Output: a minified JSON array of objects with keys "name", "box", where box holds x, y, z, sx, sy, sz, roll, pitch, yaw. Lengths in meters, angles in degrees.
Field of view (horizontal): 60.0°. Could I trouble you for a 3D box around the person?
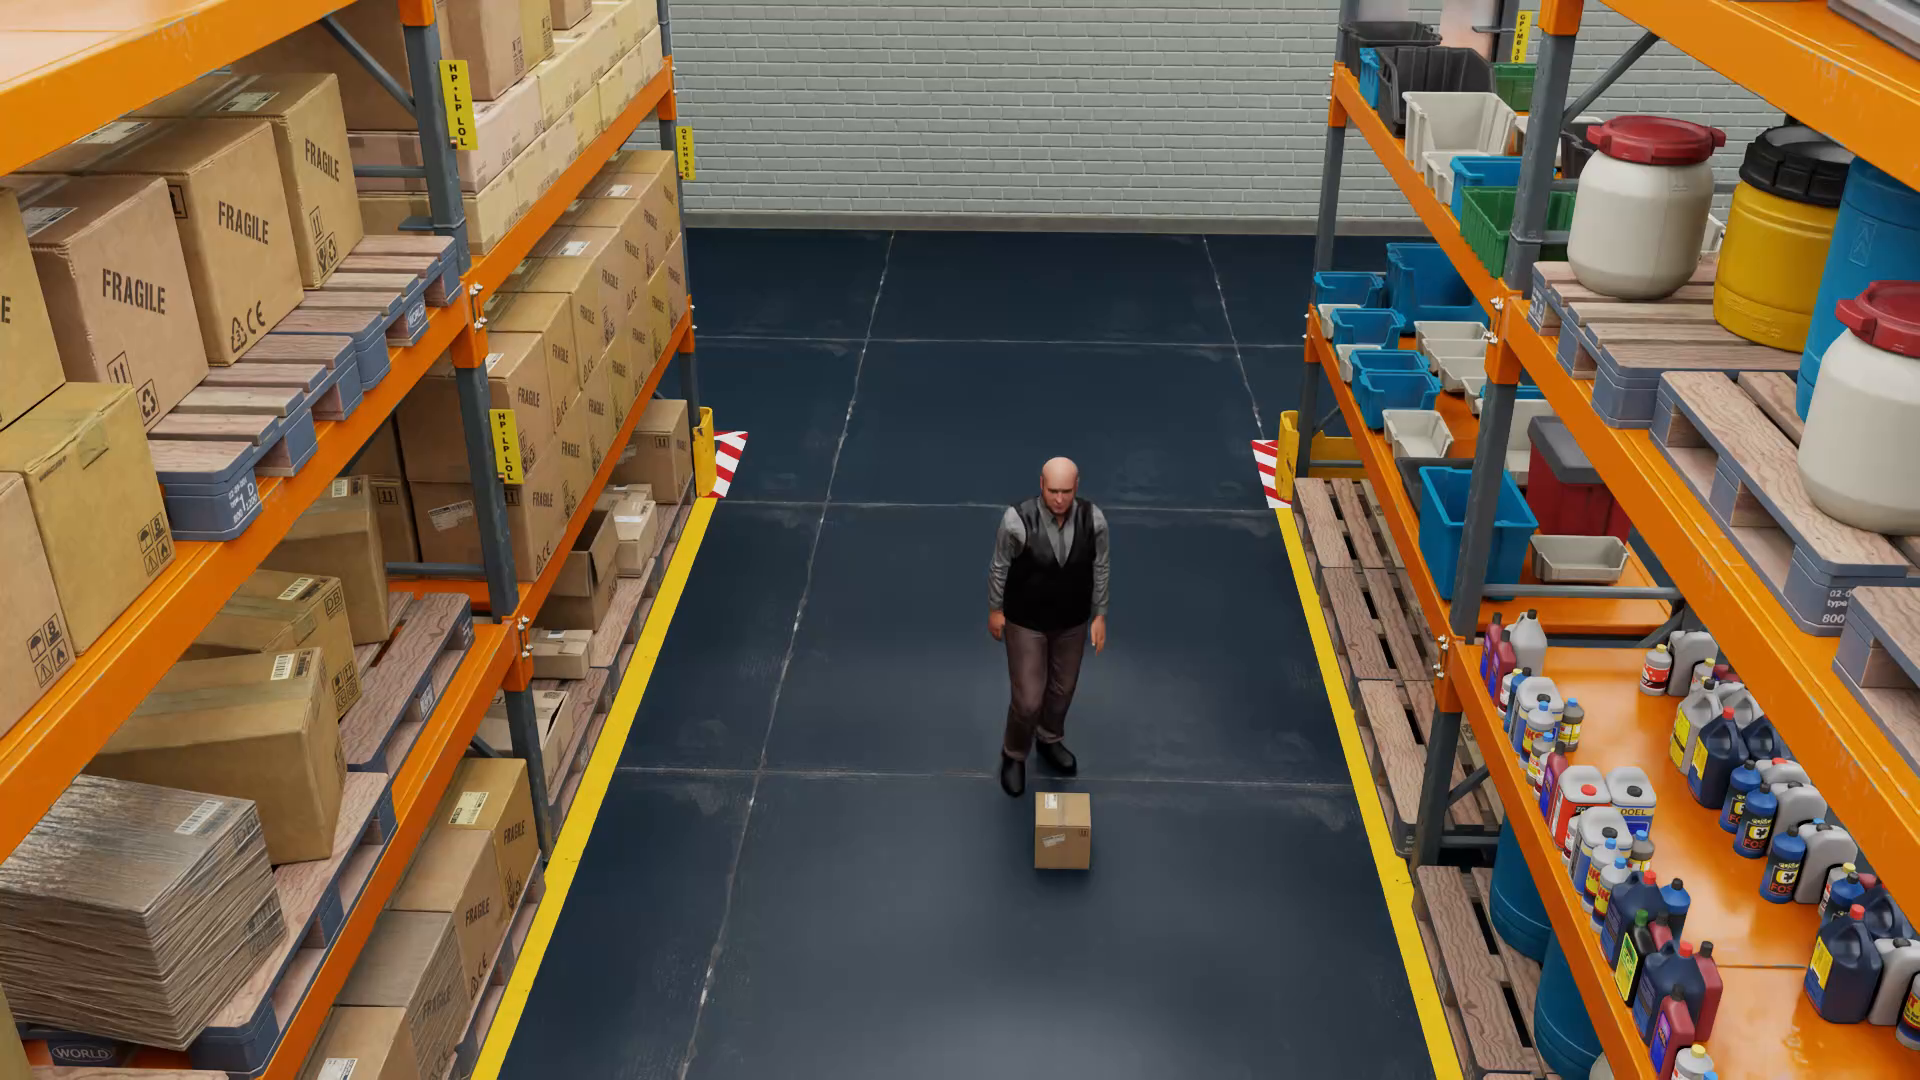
[{"name":"person","box":[0.430,0.390,7.893,0.550,1.743,0.442,-11,30,-19]}]
